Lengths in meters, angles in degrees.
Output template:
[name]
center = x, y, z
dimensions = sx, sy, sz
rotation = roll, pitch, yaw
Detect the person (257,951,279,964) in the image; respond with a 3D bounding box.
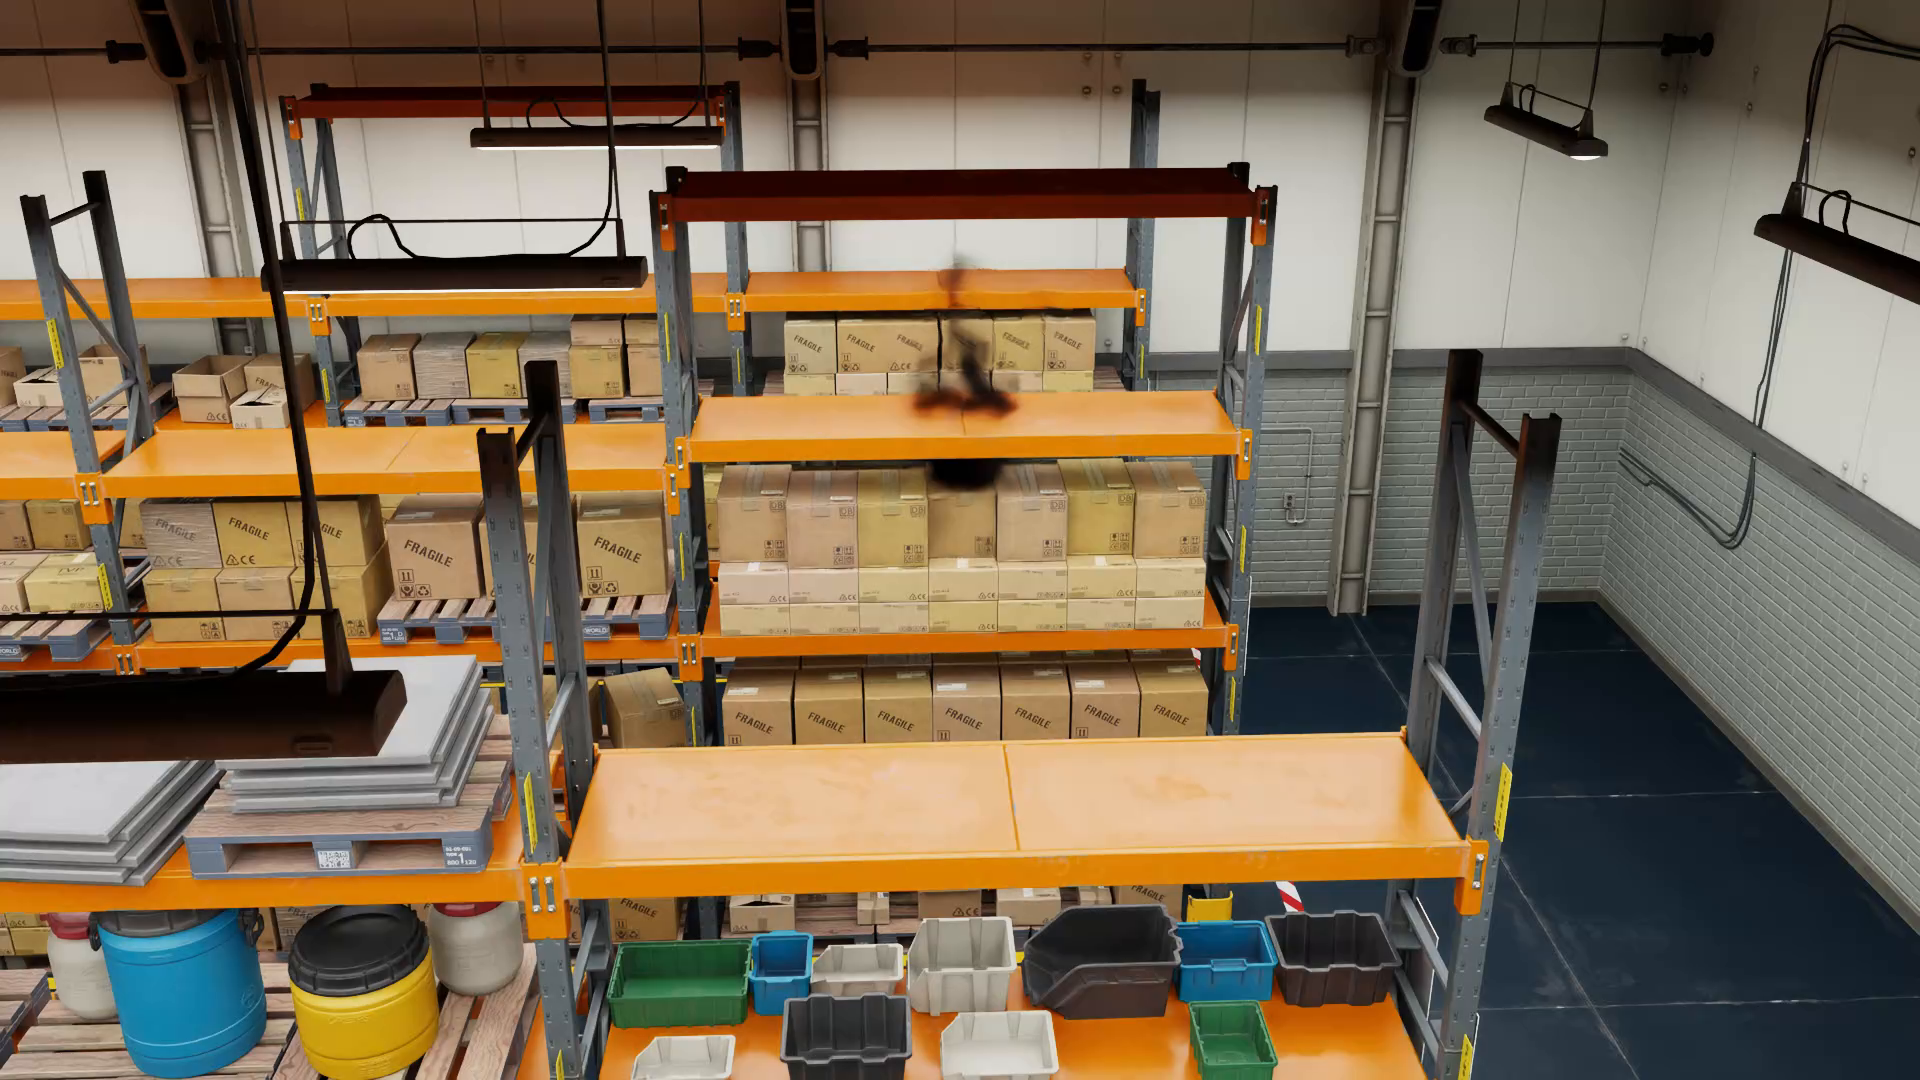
[person]
center = -4.345, 3.350, 10.659
dimensions = 0.630, 1.672, 0.713
rotation = -2, 22, -6
